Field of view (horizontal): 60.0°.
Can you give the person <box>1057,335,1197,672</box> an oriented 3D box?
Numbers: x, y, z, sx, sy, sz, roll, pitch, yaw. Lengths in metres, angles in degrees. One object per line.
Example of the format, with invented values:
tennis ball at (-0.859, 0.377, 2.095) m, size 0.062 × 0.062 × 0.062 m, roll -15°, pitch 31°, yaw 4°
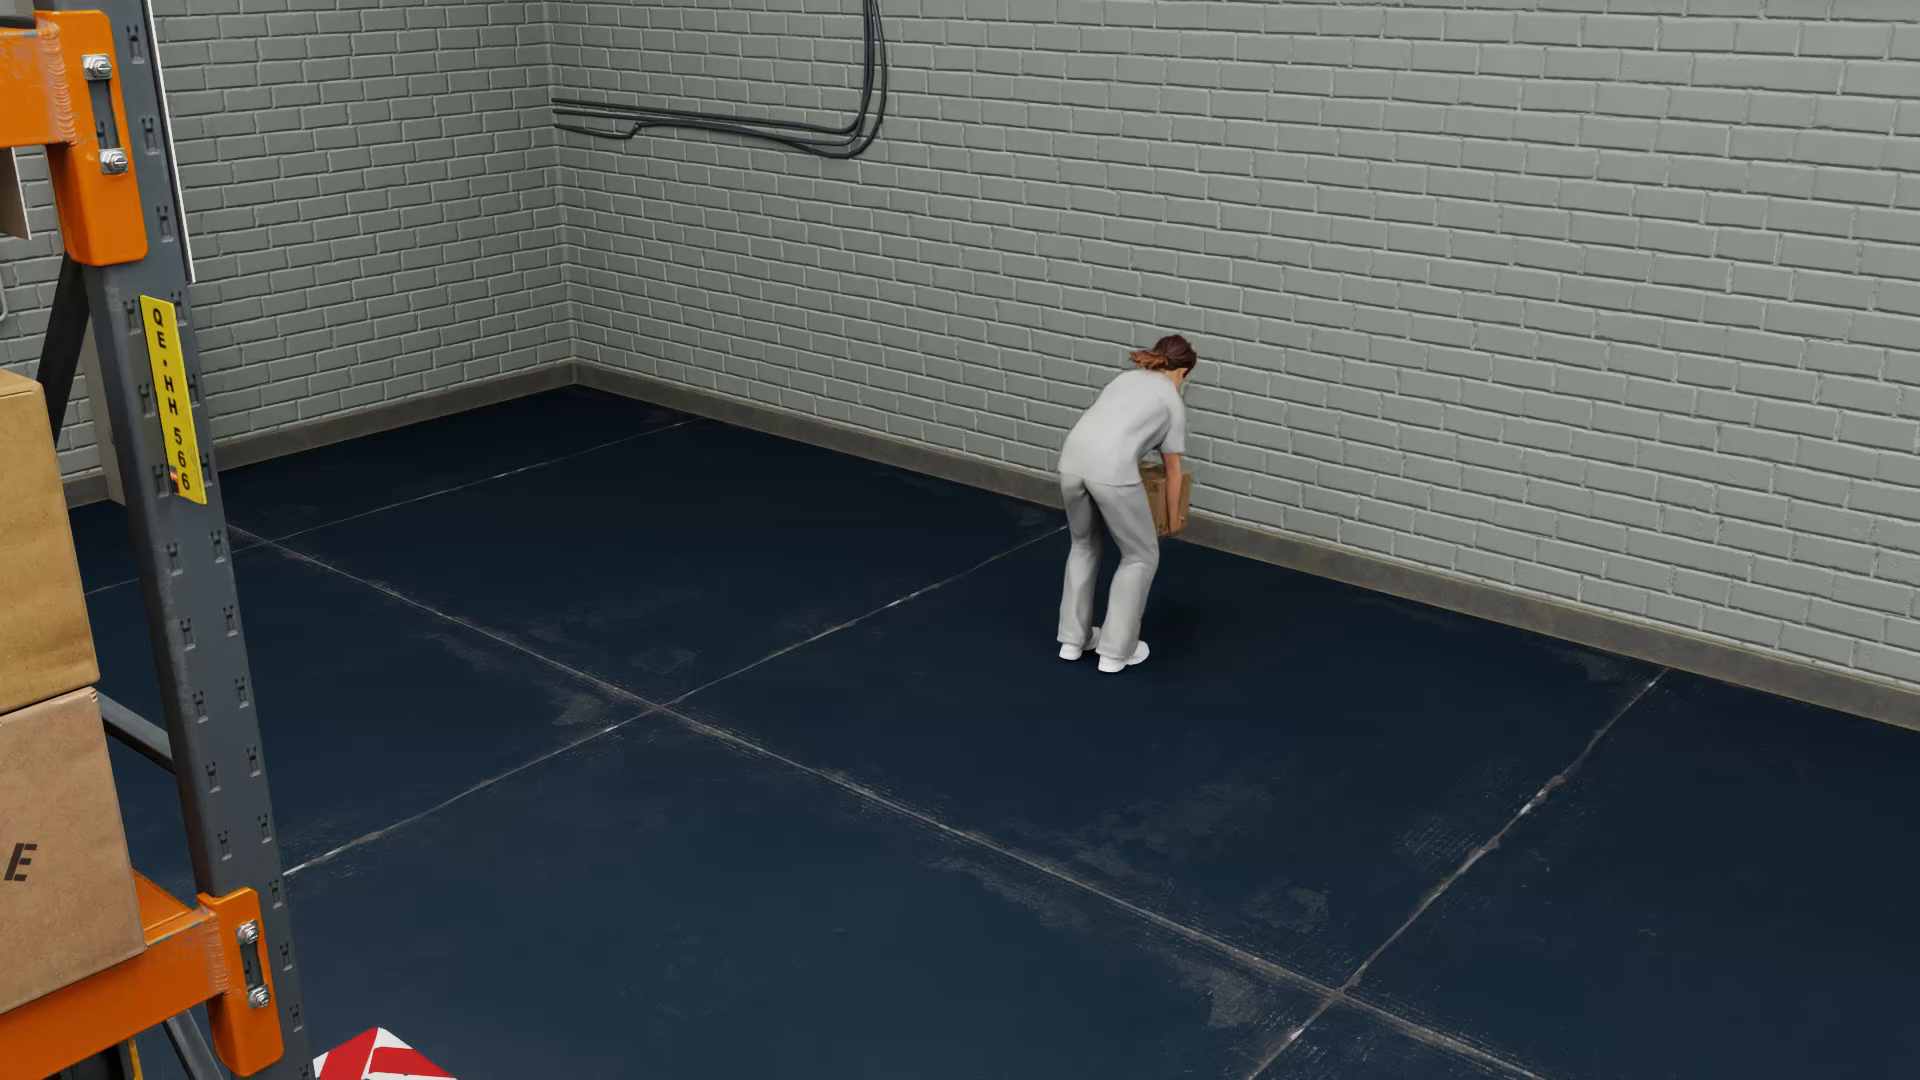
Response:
person at (0.734, -0.168, 7.060) m, size 0.410 × 1.315 × 0.812 m, roll 15°, pitch 25°, yaw 35°
